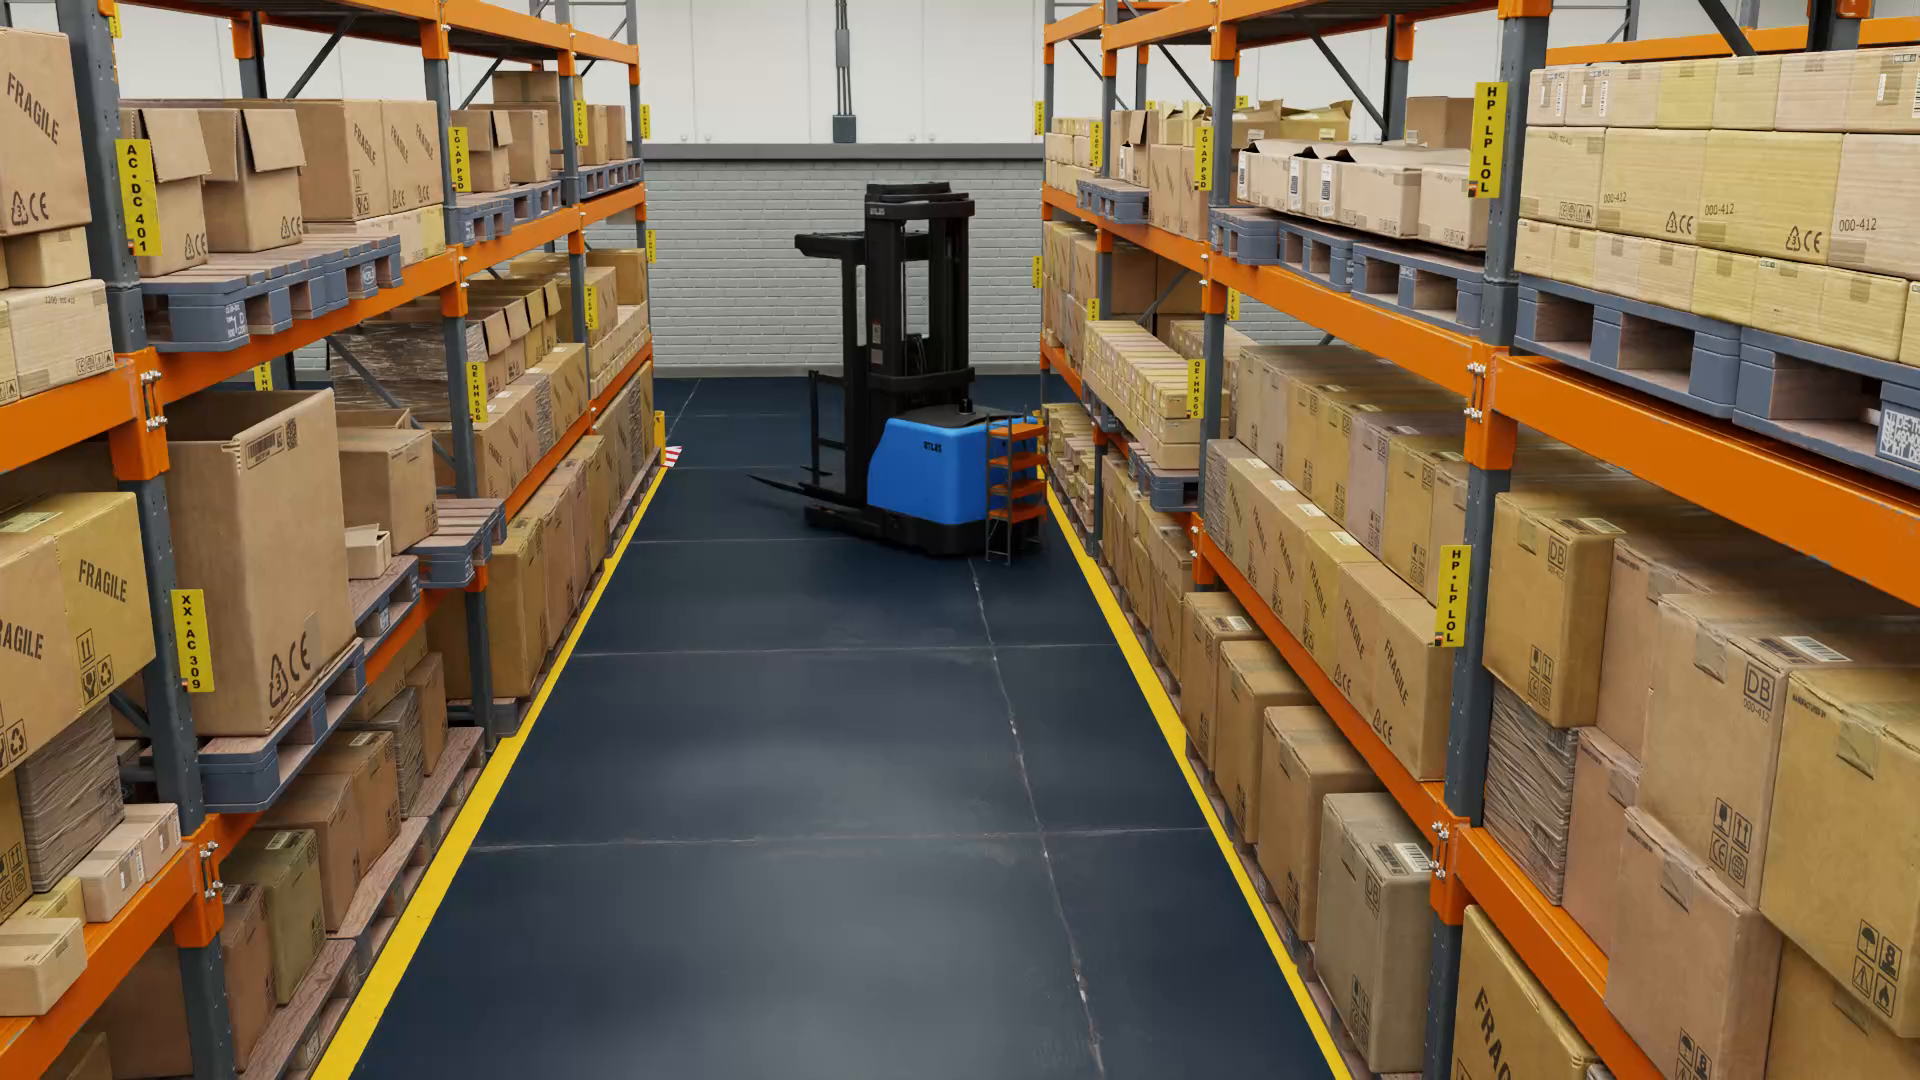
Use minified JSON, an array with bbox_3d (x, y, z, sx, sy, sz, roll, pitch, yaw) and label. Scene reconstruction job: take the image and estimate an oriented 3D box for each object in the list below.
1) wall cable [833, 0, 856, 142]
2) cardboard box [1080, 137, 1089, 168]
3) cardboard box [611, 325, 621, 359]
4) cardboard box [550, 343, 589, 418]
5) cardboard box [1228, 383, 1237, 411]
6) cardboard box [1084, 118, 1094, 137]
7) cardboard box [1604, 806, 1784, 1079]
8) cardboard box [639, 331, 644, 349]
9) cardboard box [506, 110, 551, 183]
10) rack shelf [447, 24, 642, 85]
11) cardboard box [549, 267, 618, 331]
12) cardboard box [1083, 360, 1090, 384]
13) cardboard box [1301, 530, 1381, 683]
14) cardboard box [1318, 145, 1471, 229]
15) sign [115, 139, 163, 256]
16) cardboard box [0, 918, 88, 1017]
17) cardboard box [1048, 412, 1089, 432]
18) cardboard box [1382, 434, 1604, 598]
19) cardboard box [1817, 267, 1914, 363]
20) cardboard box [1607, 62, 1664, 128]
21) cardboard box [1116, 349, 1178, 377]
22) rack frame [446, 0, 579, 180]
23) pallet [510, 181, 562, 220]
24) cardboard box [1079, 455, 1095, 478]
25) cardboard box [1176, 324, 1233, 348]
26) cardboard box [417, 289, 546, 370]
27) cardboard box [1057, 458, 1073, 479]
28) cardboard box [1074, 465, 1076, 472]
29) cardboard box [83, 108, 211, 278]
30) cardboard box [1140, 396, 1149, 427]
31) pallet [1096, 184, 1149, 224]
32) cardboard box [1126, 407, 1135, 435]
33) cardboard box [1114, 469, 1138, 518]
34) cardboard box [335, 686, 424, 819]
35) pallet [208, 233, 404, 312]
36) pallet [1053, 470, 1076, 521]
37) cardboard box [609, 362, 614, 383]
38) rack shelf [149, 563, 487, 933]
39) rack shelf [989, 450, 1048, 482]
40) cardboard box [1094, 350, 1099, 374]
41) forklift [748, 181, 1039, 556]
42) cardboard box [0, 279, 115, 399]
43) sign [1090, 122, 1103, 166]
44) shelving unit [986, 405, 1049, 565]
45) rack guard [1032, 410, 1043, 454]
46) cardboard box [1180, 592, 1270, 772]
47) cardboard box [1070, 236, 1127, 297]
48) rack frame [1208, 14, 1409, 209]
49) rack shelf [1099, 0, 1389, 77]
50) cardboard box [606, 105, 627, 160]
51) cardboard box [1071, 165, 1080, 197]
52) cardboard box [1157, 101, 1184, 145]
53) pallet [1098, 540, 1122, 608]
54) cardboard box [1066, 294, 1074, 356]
[{"bbox_3d":[-0.538,-8.169,21.261,2.277,5.999,0.120,-1,14,-3],"label":"wall cable"},{"bbox_3d":[1.274,-3.165,13.587,0.500,0.250,0.500,-1,15,-6],"label":"cardboard box"},{"bbox_3d":[-3.211,-1.696,14.303,0.500,0.250,0.500,-1,14,-2],"label":"cardboard box"},{"bbox_3d":[-3.078,-1.188,12.422,0.500,0.500,0.500,-1,14,-3],"label":"cardboard box"},{"bbox_3d":[1.926,-0.916,10.629,0.380,0.149,0.250,-1,14,-3],"label":"cardboard box"},{"bbox_3d":[1.201,-3.317,13.378,0.380,0.149,0.250,-1,14,-4],"label":"cardboard box"},{"bbox_3d":[2.080,0.978,3.904,0.875,0.550,0.550,-1,14,-3],"label":"cardboard box"},{"bbox_3d":[-3.244,-1.914,15.948,0.380,0.149,0.250,-1,14,-3],"label":"cardboard box"},{"bbox_3d":[-3.334,-2.812,11.872,0.700,0.500,0.500,-1,14,-2],"label":"cardboard box"},{"bbox_3d":[-3.504,-4.112,14.195,1.077,0.370,4.000,-1,14,-3],"label":"rack shelf"},{"bbox_3d":[-3.214,-2.061,14.216,0.500,0.500,0.500,-1,14,-5],"label":"cardboard box"},{"bbox_3d":[1.142,-1.279,12.641,0.380,0.149,0.250,-2,15,-6],"label":"cardboard box"},{"bbox_3d":[1.711,0.261,6.790,0.500,0.500,0.500,-1,14,-3],"label":"cardboard box"},{"bbox_3d":[1.745,-1.407,6.591,0.500,0.311,0.500,-1,14,-5],"label":"cardboard box"},{"bbox_3d":[-2.343,-0.975,4.739,0.100,0.325,0.005,-1,14,-3],"label":"sign"},{"bbox_3d":[-2.489,1.095,4.256,0.380,0.149,0.250,-1,14,-3],"label":"cardboard box"},{"bbox_3d":[1.048,-1.142,16.128,0.380,0.149,0.250,-1,14,-4],"label":"cardboard box"},{"bbox_3d":[2.002,-0.097,6.177,0.700,0.500,0.500,-1,14,-4],"label":"cardboard box"},{"bbox_3d":[1.850,-0.422,3.088,0.380,0.149,0.250,-1,14,-3],"label":"cardboard box"},{"bbox_3d":[1.788,-1.060,3.967,0.380,0.149,0.250,-1,14,-4],"label":"cardboard box"},{"bbox_3d":[1.244,-1.179,11.057,0.380,0.149,0.250,0,14,-2],"label":"cardboard box"},{"bbox_3d":[-3.380,-4.157,12.123,1.000,3.000,0.127,-1,14,-3],"label":"rack frame"},{"bbox_3d":[-3.274,-2.384,11.637,0.805,0.209,1.217,-1,15,-6],"label":"pallet"},{"bbox_3d":[1.217,-0.623,14.112,0.380,0.149,0.250,-1,14,-4],"label":"cardboard box"},{"bbox_3d":[1.814,-1.509,12.339,0.380,0.149,0.250,-1,14,-5],"label":"cardboard box"},{"bbox_3d":[-3.301,-1.456,11.452,0.797,0.503,0.637,-1,14,-3],"label":"cardboard box"},{"bbox_3d":[1.108,-0.669,15.486,0.380,0.149,0.250,-2,15,-6],"label":"cardboard box"},{"bbox_3d":[1.228,-0.670,14.894,0.380,0.149,0.250,-2,15,-6],"label":"cardboard box"},{"bbox_3d":[-2.814,-1.086,5.159,0.797,0.503,0.637,-2,15,-6],"label":"cardboard box"},{"bbox_3d":[1.303,-0.781,10.108,0.380,0.149,0.250,-1,14,-2],"label":"cardboard box"},{"bbox_3d":[1.576,-2.252,11.114,1.213,0.211,1.003,-1,14,-3],"label":"pallet"},{"bbox_3d":[1.276,-0.760,10.622,0.380,0.149,0.250,-2,15,-6],"label":"cardboard box"},{"bbox_3d":[1.395,-0.339,11.991,0.500,0.250,0.500,0,14,-2],"label":"cardboard box"},{"bbox_3d":[-3.023,1.045,8.079,0.700,0.500,0.500,-2,15,-8],"label":"cardboard box"},{"bbox_3d":[-2.883,-1.037,6.393,1.213,0.211,1.003,-1,14,-3],"label":"pallet"},{"bbox_3d":[1.422,-0.423,15.247,1.003,0.211,1.213,-1,14,-3],"label":"pallet"},{"bbox_3d":[-3.117,-1.405,13.970,0.380,0.149,0.250,-1,14,-5],"label":"cardboard box"},{"bbox_3d":[-3.008,0.589,7.160,1.077,0.370,4.000,-1,14,-3],"label":"rack shelf"},{"bbox_3d":[0.458,-0.597,13.311,0.258,0.148,0.480,11,18,37],"label":"rack shelf"},{"bbox_3d":[1.177,-1.295,12.104,0.380,0.149,0.250,-1,14,-2],"label":"cardboard box"},{"bbox_3d":[-0.708,-1.590,14.323,1.130,2.935,3.031,-13,19,-41],"label":"forklift"},{"bbox_3d":[-2.595,-0.533,4.357,0.500,0.250,0.500,0,14,-1],"label":"cardboard box"},{"bbox_3d":[1.036,-2.996,12.592,0.100,0.325,0.005,-1,14,-3],"label":"sign"},{"bbox_3d":[0.458,-0.446,13.350,0.258,1.200,0.503,11,18,37],"label":"shelving unit"},{"bbox_3d":[1.334,-1.068,17.175,1.175,0.500,0.348,-1,14,-3],"label":"rack guard"},{"bbox_3d":[1.773,0.731,8.838,1.050,0.750,0.750,-1,14,-4],"label":"cardboard box"},{"bbox_3d":[1.223,-2.348,14.329,0.500,0.500,0.500,-1,14,-2],"label":"cardboard box"},{"bbox_3d":[1.825,-3.213,8.456,1.000,3.000,0.127,-1,14,-3],"label":"rack frame"},{"bbox_3d":[1.701,-3.169,10.529,1.077,0.370,4.000,-1,14,-3],"label":"rack shelf"},{"bbox_3d":[-3.542,-3.871,15.786,0.700,0.500,0.500,-2,15,-7],"label":"cardboard box"},{"bbox_3d":[1.226,-3.051,14.148,0.500,0.250,0.500,-1,14,-4],"label":"cardboard box"},{"bbox_3d":[1.440,-2.596,10.340,0.396,0.266,0.258,-1,14,-3],"label":"cardboard box"},{"bbox_3d":[1.627,0.241,12.665,1.003,0.211,1.213,-1,14,-3],"label":"pallet"},{"bbox_3d":[1.205,-1.864,14.454,0.500,0.500,0.500,-1,14,-4],"label":"cardboard box"}]
